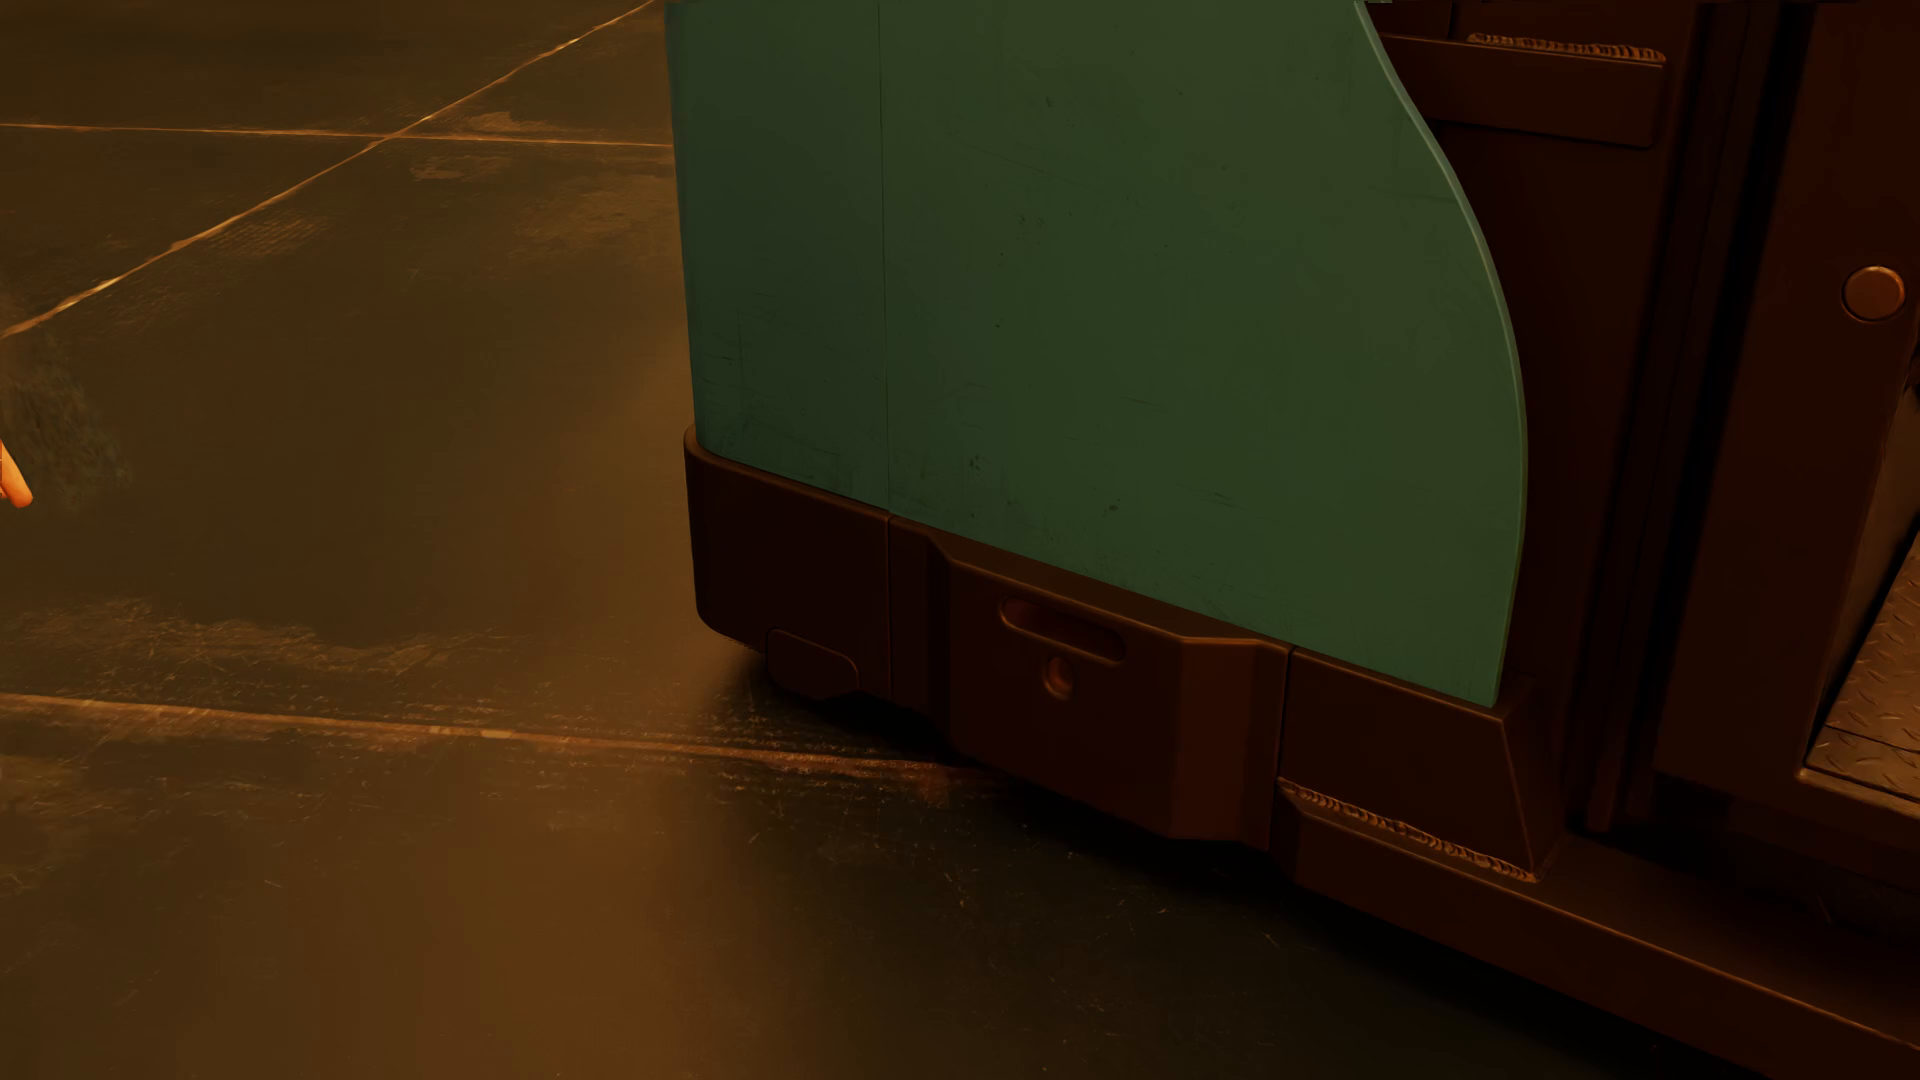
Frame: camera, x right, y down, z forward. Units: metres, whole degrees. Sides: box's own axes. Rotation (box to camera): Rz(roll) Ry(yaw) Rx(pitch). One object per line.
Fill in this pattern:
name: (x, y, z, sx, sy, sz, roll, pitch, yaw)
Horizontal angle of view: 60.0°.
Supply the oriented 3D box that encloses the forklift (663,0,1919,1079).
forklift: (1.146, -0.945, 1.110, 3.031, 2.935, 1.130, 18, 32, 32)
